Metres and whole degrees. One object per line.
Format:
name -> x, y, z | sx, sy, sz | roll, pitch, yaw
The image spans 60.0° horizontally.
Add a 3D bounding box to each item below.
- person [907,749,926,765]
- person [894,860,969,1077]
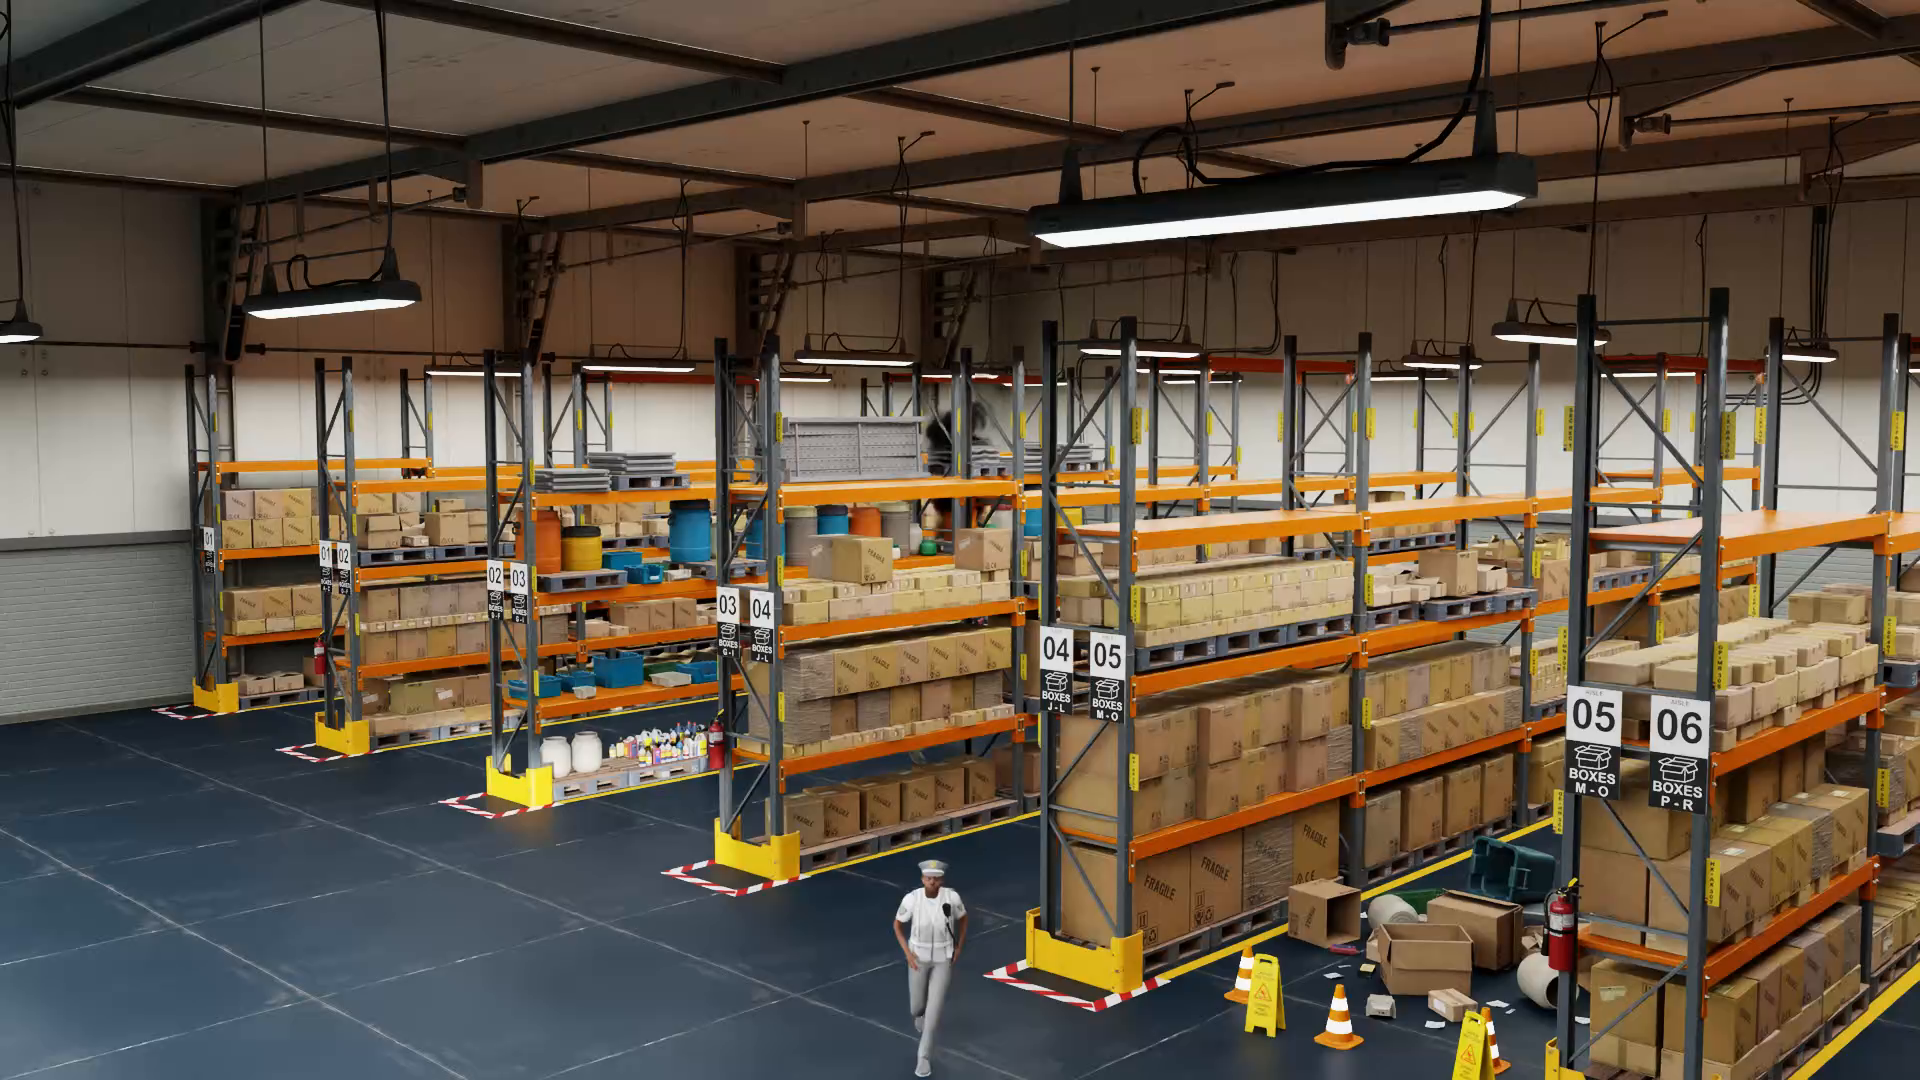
person -> -0.649, 2.516, 23.014 | 0.662, 1.774, 0.785 | 3, 5, 35
person -> -0.239, 3.334, 13.269 | 0.576, 1.675, 0.753 | 0, 4, -3
